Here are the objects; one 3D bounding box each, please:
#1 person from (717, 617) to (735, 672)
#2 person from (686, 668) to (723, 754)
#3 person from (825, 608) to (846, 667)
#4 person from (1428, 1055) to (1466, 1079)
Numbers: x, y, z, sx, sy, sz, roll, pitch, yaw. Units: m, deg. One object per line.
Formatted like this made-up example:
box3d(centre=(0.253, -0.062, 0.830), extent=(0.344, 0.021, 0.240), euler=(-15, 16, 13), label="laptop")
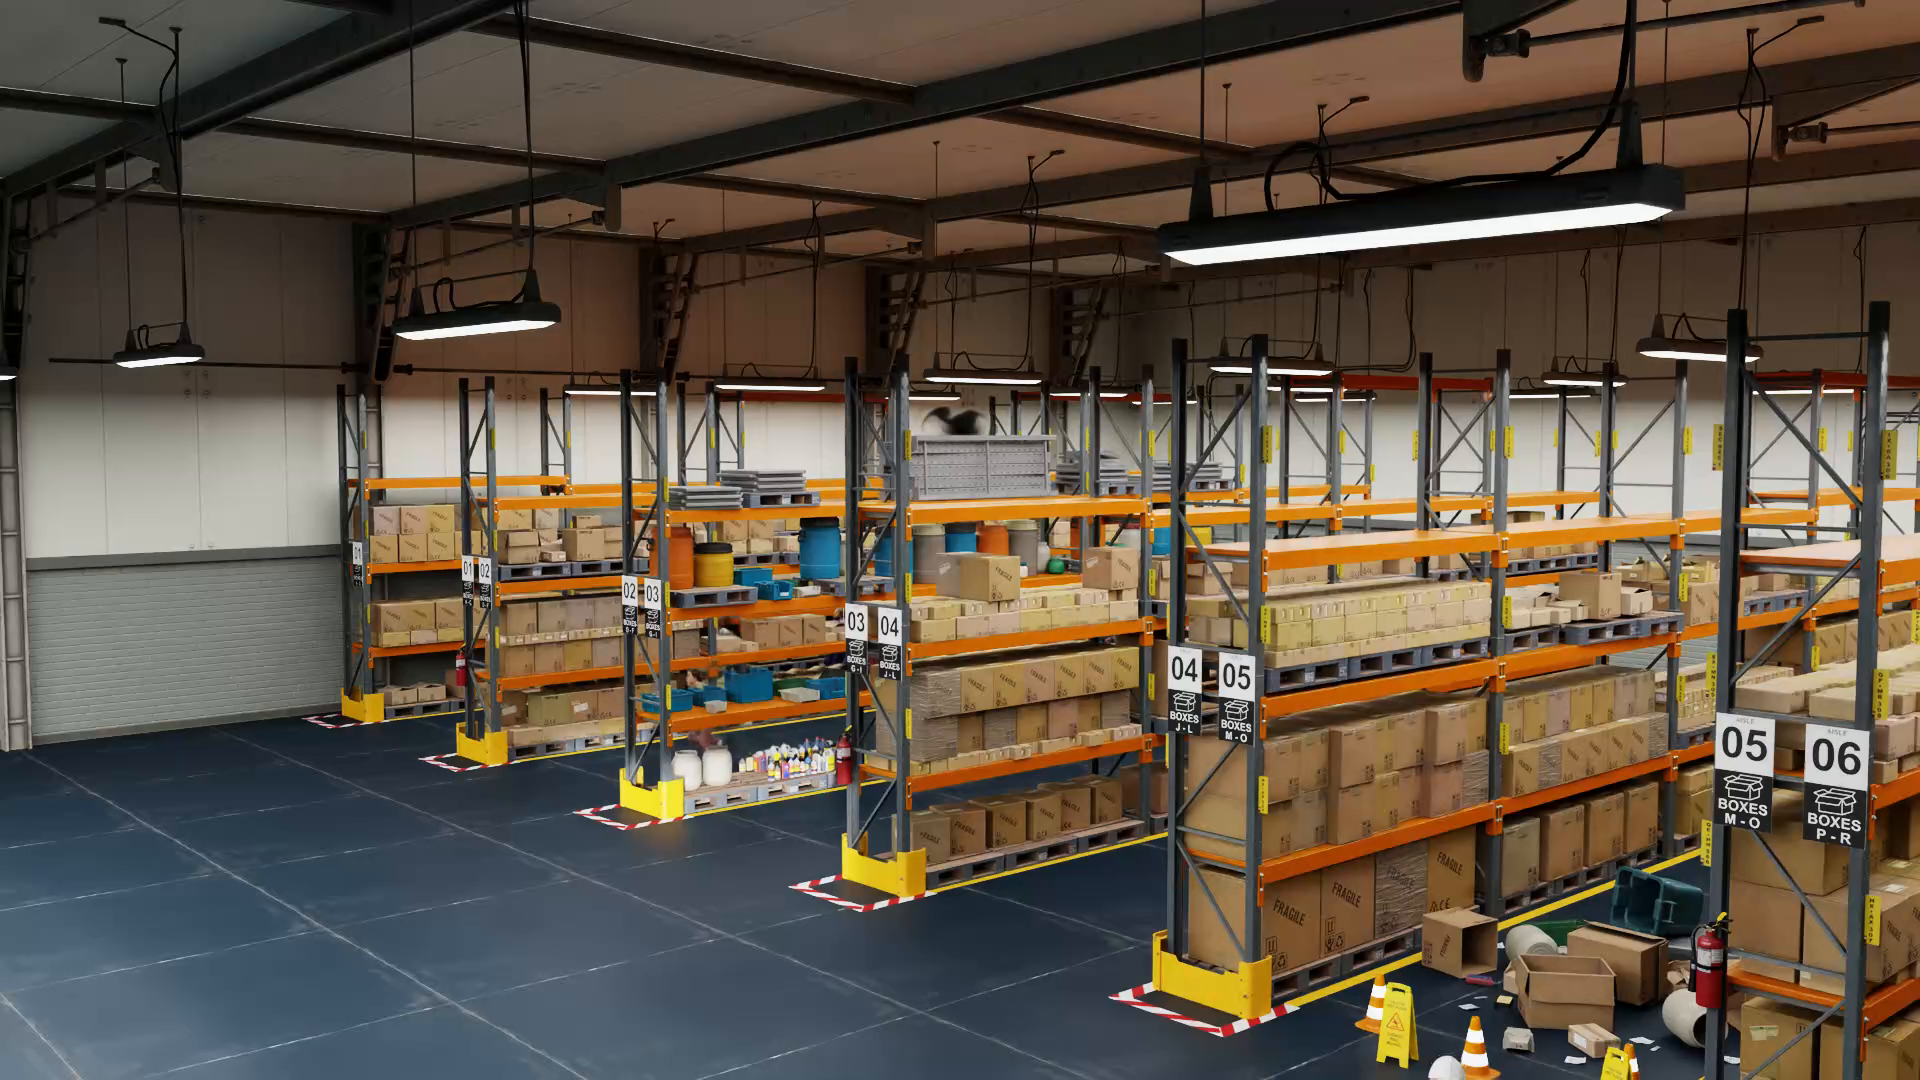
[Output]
box3d(centre=(-4.584, 2.312, 32.277), extent=(0.566, 1.485, 0.841), euler=(3, 5, 38), label="person")
box3d(centre=(-3.915, 2.721, 25.271), extent=(0.669, 1.597, 0.570), euler=(-3, 5, -34), label="person")
box3d(centre=(-2.417, 2.164, 33.557), extent=(0.595, 1.601, 0.561), euler=(4, 5, 43), label="person")
box3d(centre=(2.831, 3.699, 9.563), extent=(0.677, 1.729, 1.020), euler=(1, 4, 18), label="person")
